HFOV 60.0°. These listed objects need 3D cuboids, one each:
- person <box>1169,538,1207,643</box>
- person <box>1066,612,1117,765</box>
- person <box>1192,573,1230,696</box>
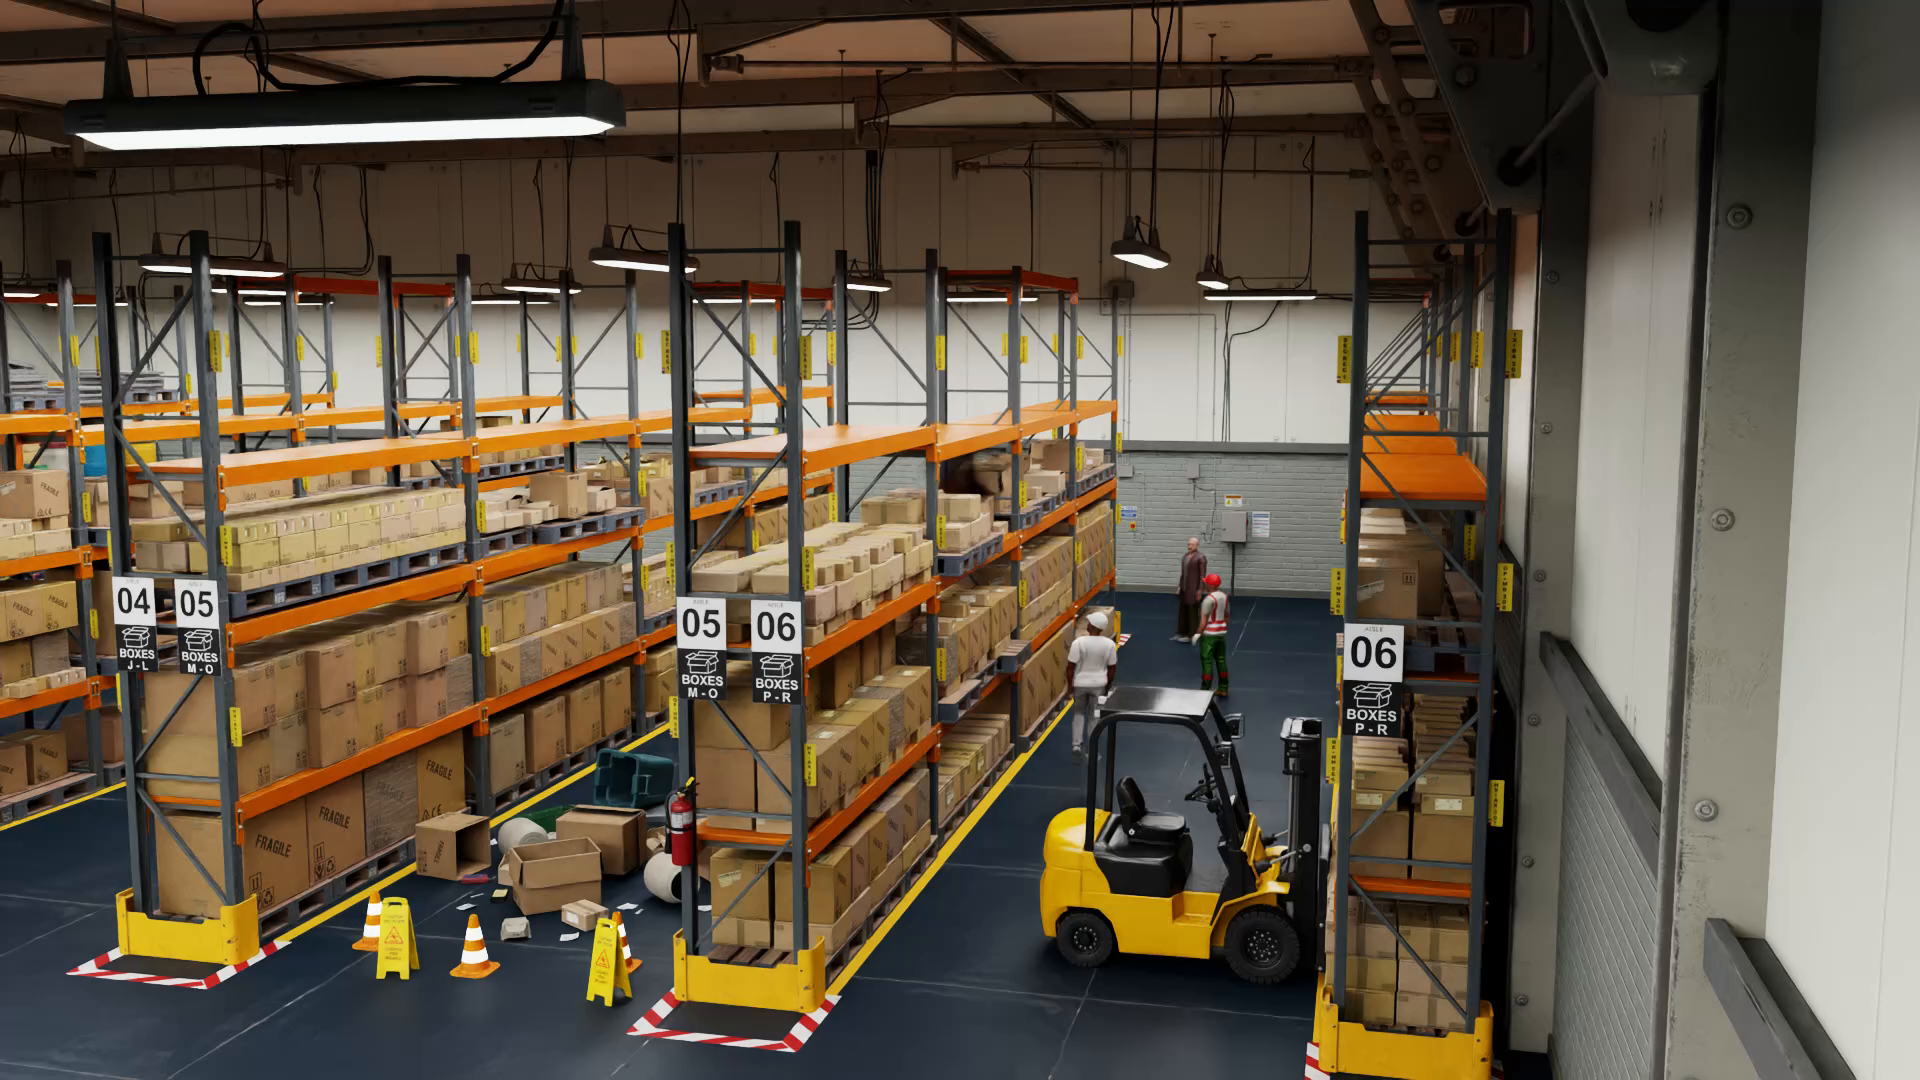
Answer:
[{"bbox_3d":[3.882,0.866,28.215,0.497,1.817,0.626,-2,7,-18],"label":"person"},{"bbox_3d":[1.523,1.694,19.050,0.541,1.795,0.567,2,7,17],"label":"person"},{"bbox_3d":[3.618,1.374,23.882,0.606,1.805,0.383,-7,10,-43],"label":"person"}]
